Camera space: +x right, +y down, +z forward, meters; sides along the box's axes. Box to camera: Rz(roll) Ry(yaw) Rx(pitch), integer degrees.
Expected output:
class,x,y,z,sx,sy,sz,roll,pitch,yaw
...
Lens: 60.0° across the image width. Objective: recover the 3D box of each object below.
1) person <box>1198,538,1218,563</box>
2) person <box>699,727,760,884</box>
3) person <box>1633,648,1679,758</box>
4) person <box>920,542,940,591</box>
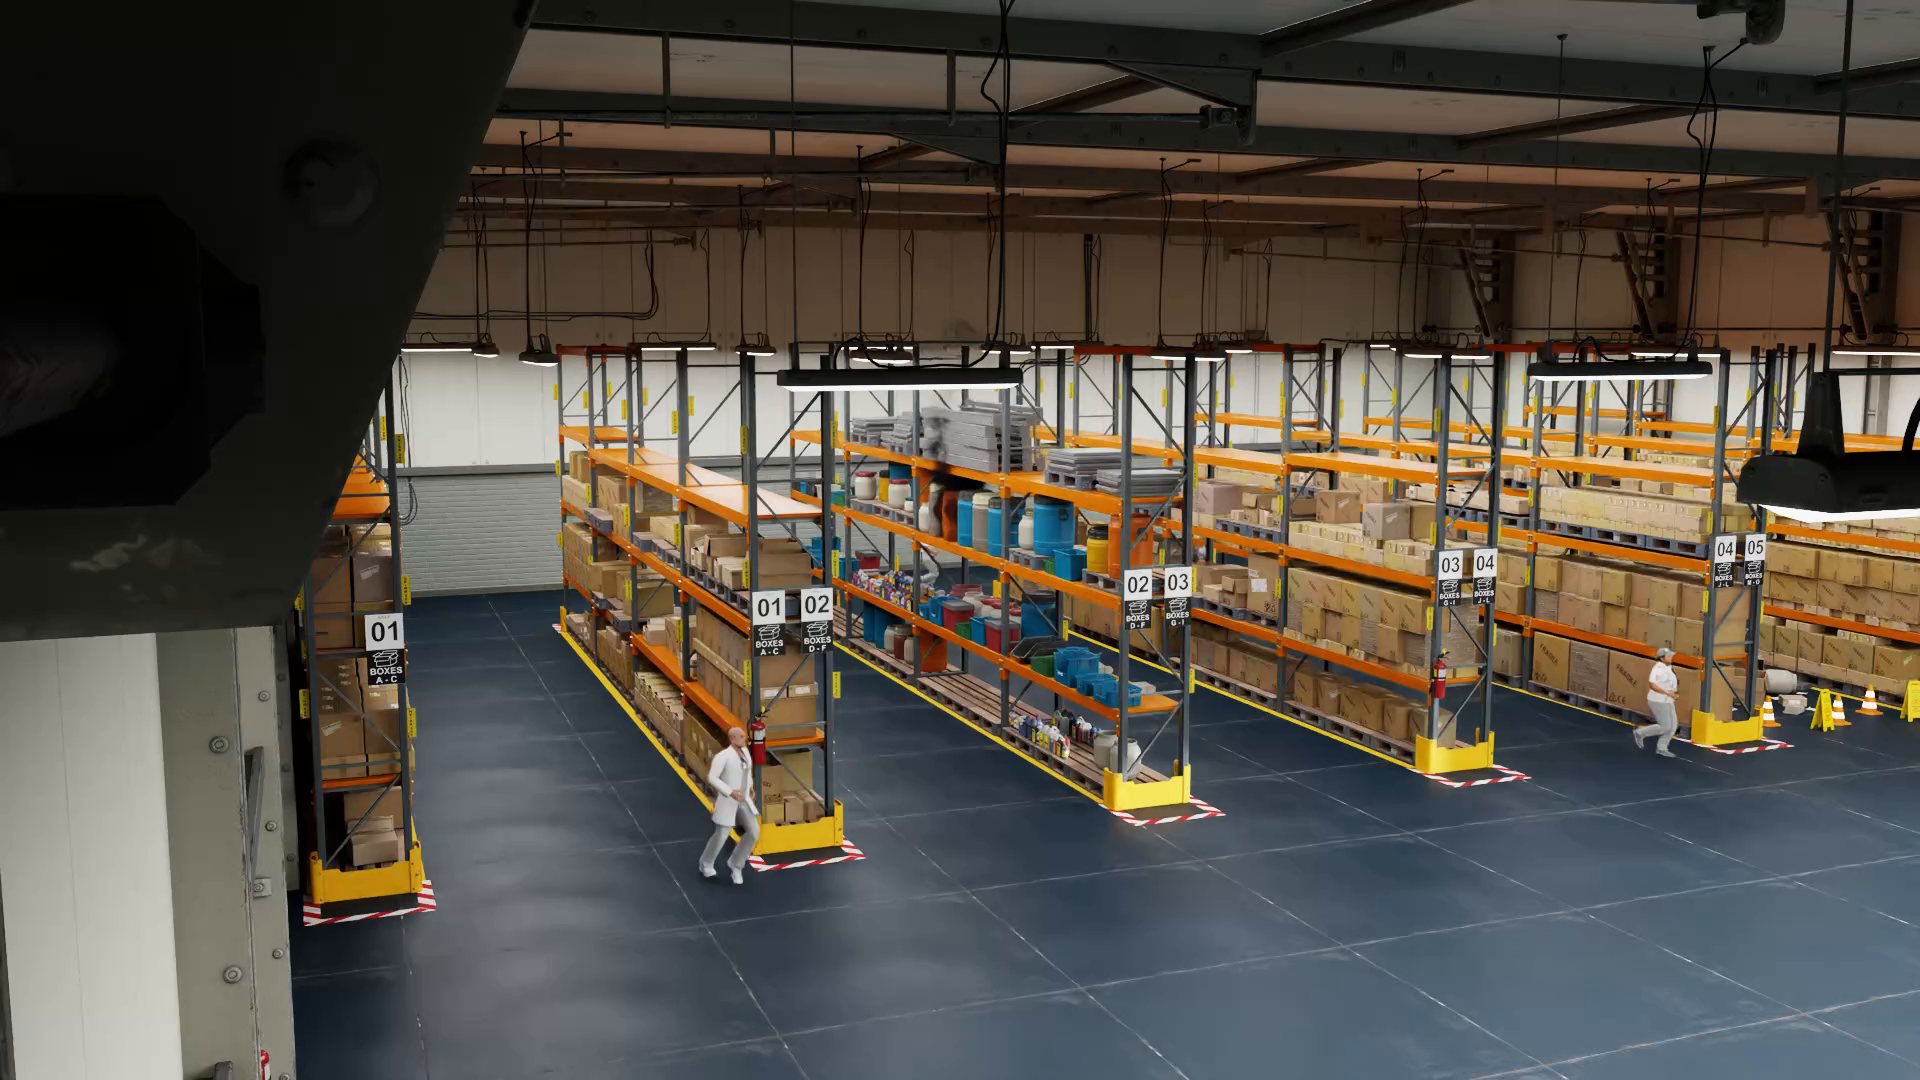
class,x,y,z,sx,sy,sz,roll,pitch,yaw
person,5.592,0.749,37.549,0.590,1.701,0.862,-3,8,-21
person,-2.616,3.054,19.217,0.714,1.805,0.754,6,10,40
person,10.391,2.397,24.731,0.623,1.630,0.613,5,9,37
person,-0.783,0.414,39.809,0.629,1.730,0.663,-2,7,-13
